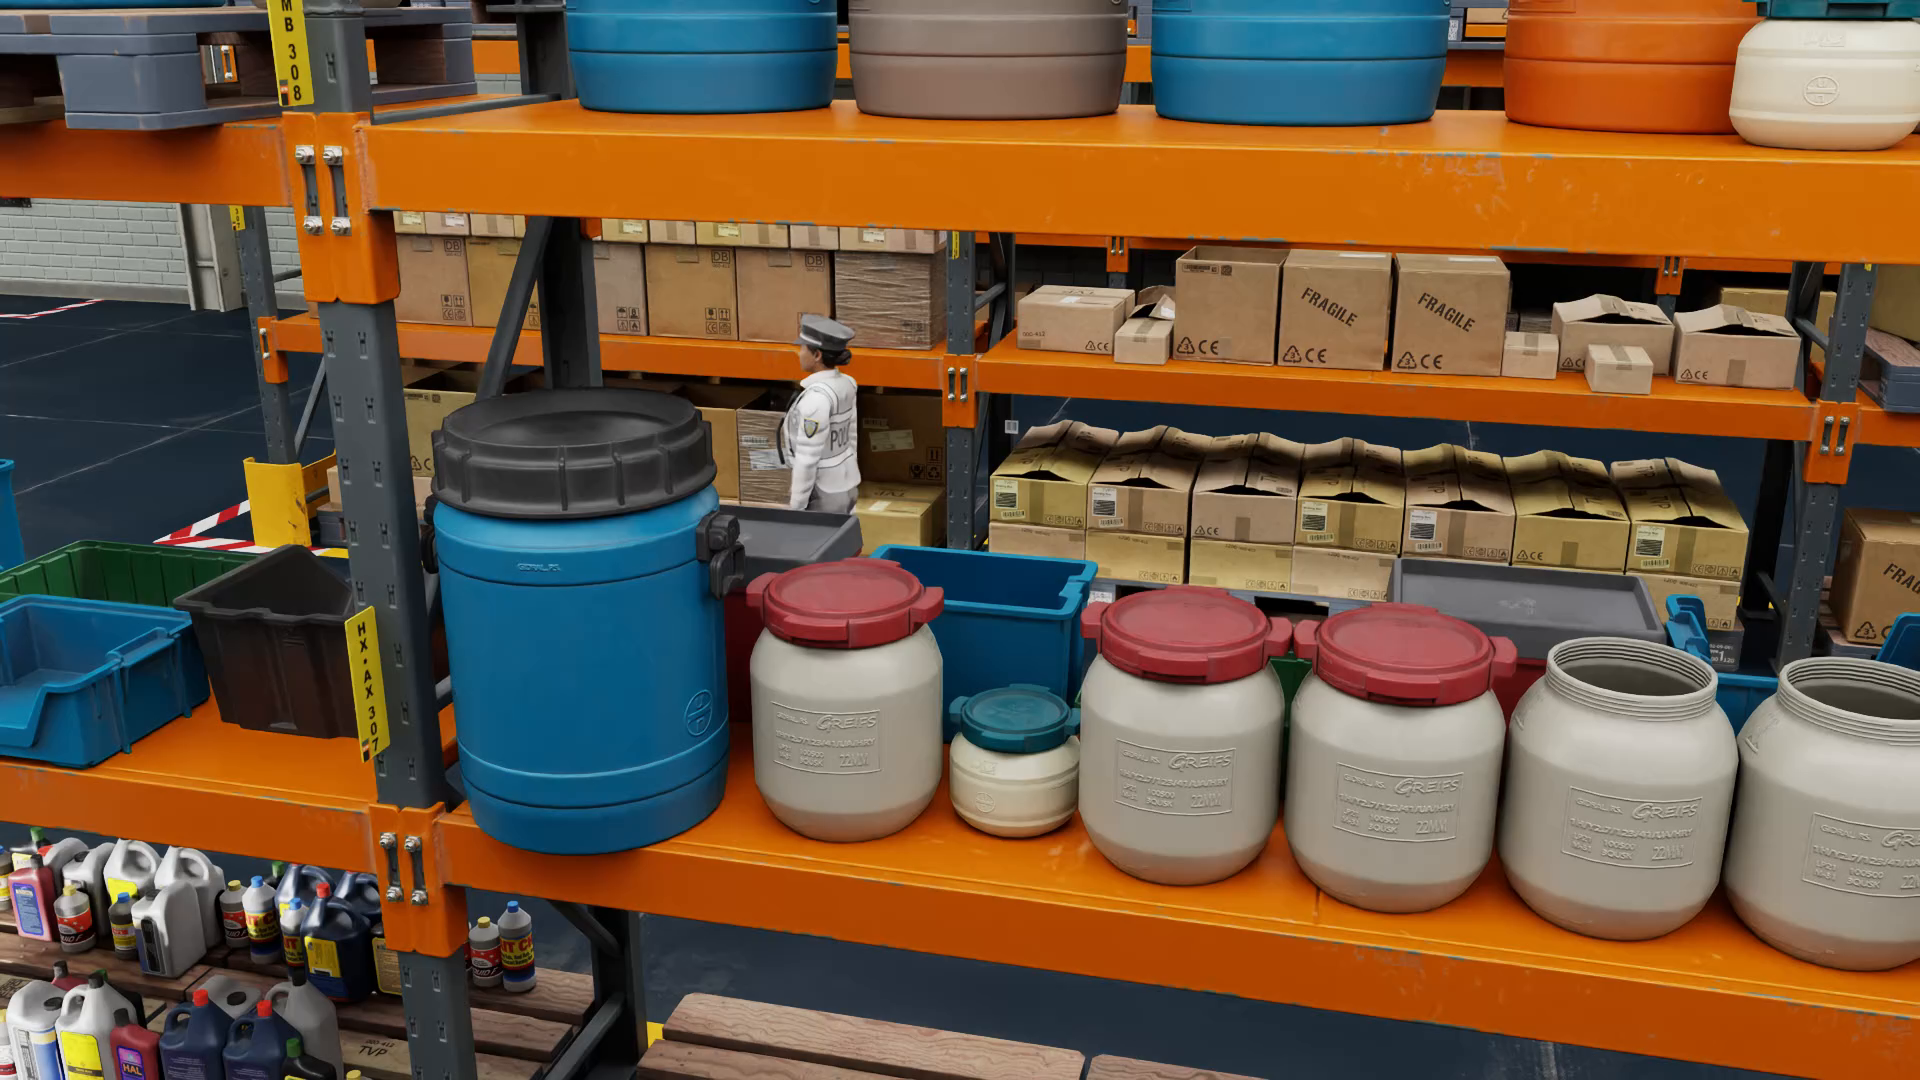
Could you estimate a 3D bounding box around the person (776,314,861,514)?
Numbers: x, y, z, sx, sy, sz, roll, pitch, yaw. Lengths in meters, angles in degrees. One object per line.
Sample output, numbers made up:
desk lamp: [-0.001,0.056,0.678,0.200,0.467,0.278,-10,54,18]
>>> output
person: [-0.653,-0.196,7.619,0.480,1.691,0.473,5,19,14]
